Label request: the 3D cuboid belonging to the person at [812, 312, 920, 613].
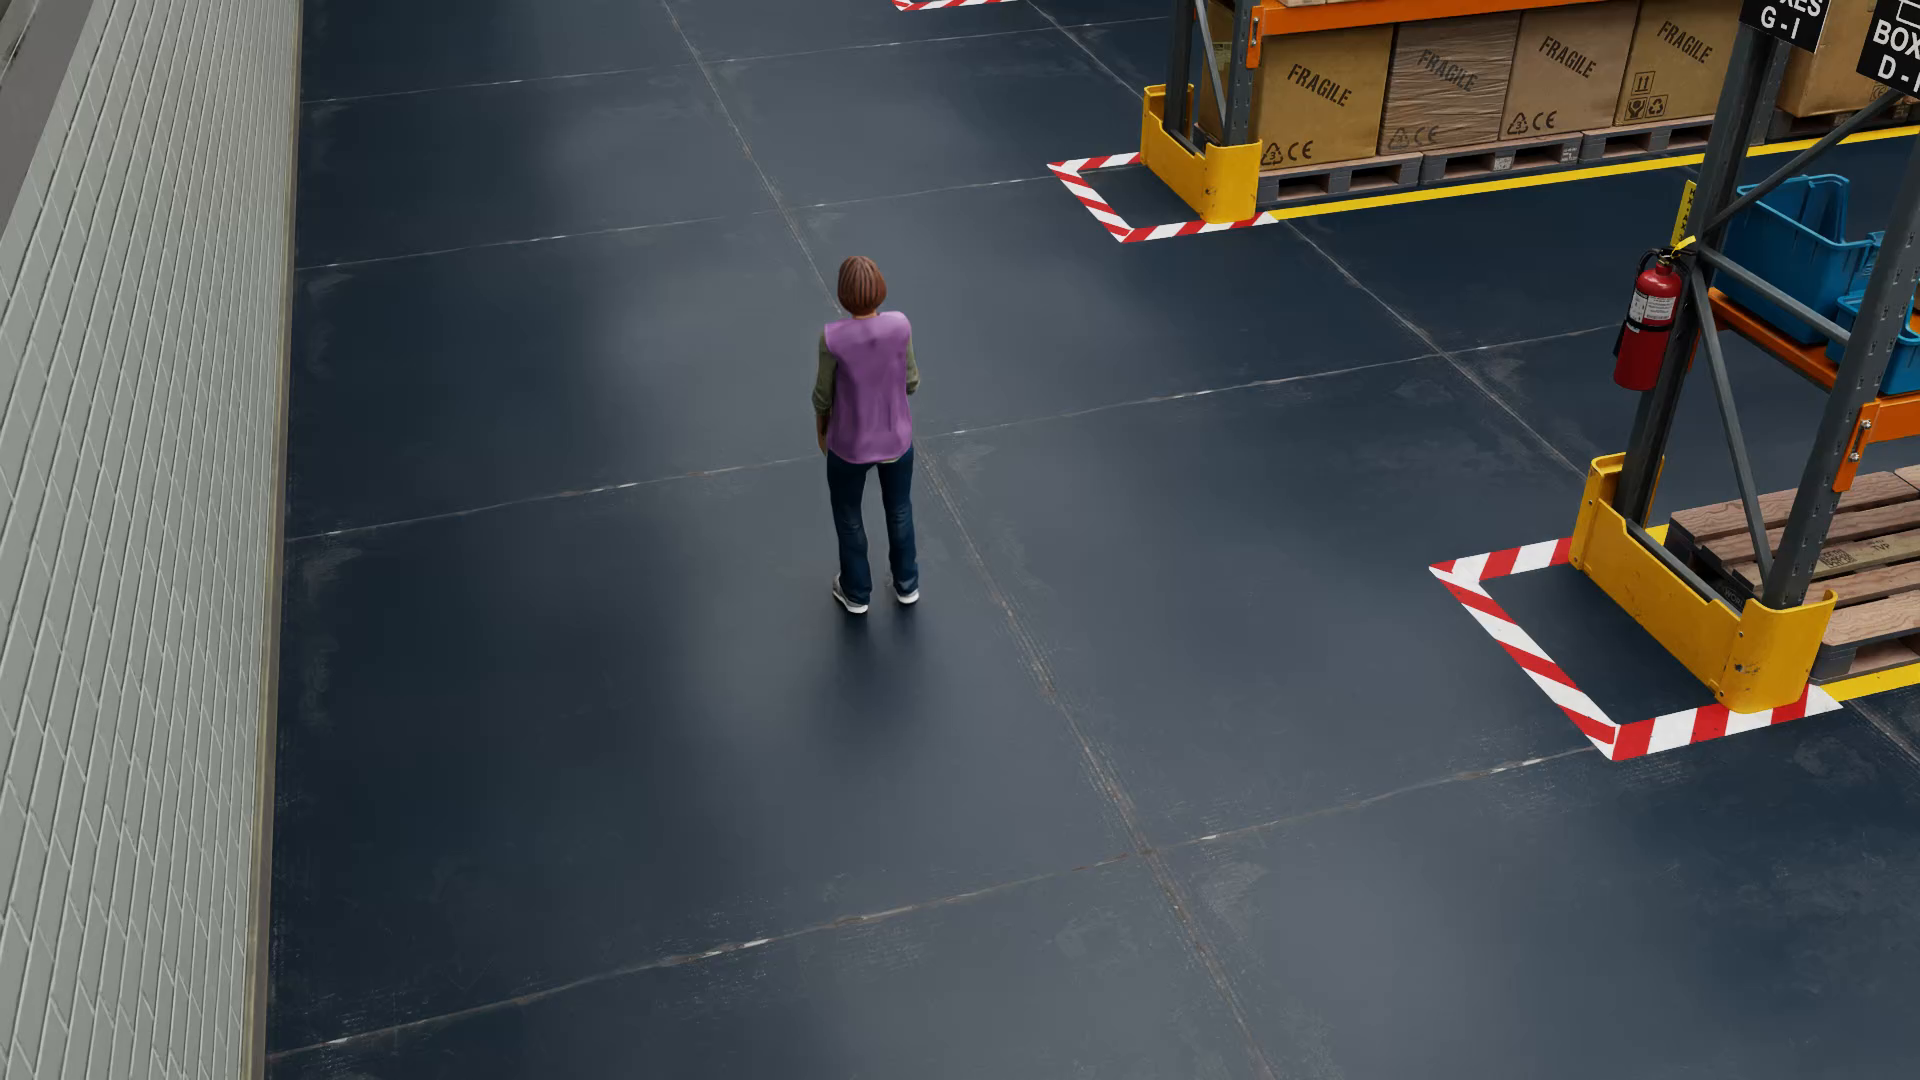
[{"bbox_3d":[-0.371,-0.316,6.798,0.444,1.385,0.338,-11,36,-15],"label":"person"}]
